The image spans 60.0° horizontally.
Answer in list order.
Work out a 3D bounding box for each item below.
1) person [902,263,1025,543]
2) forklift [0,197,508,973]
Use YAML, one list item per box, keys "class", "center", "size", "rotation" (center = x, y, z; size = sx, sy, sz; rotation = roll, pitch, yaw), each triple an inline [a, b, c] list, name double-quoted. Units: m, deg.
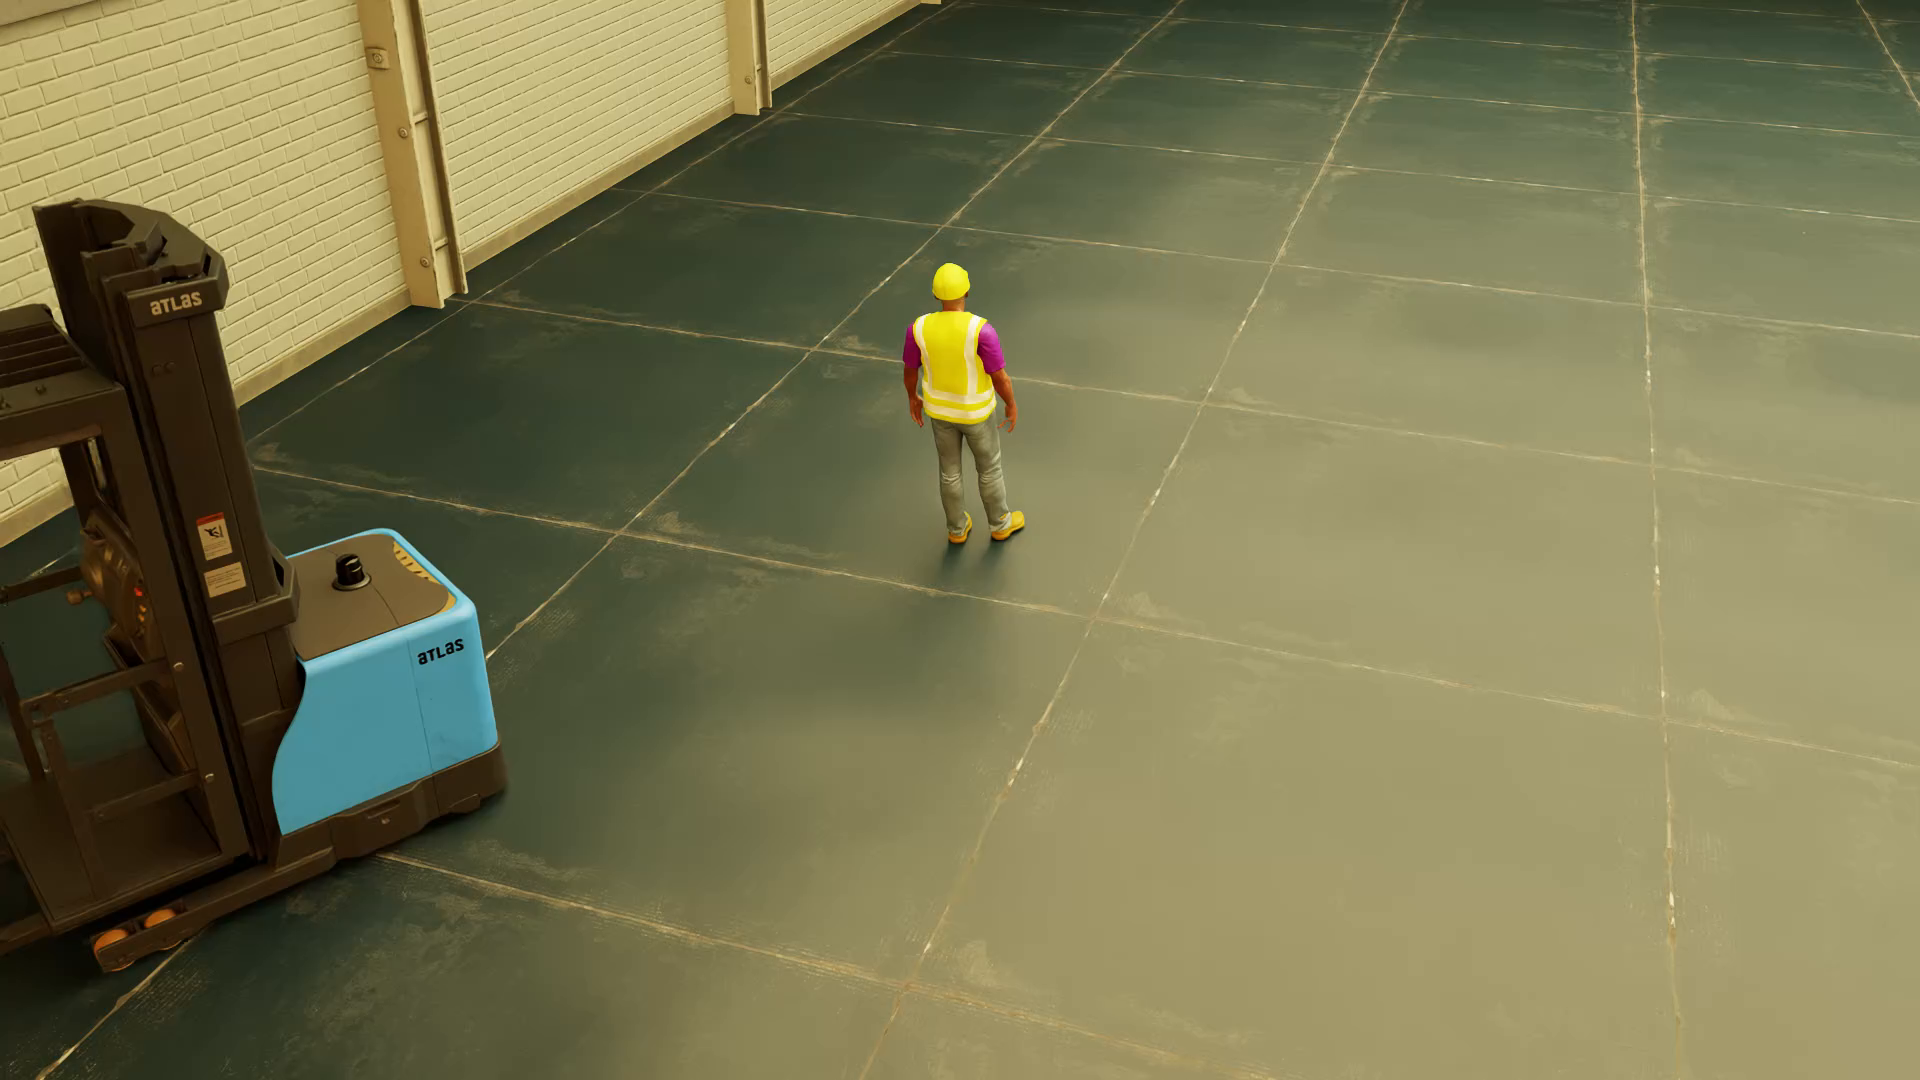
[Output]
- class: "person"
  center: [0.027, -0.806, 9.711]
  size: [0.666, 1.768, 0.575]
  rotation: [10, 31, 16]
- class: "forklift"
  center: [-3.617, 0.228, 6.737]
  size: [3.031, 2.935, 1.130]
  rotation: [-22, 36, -34]
